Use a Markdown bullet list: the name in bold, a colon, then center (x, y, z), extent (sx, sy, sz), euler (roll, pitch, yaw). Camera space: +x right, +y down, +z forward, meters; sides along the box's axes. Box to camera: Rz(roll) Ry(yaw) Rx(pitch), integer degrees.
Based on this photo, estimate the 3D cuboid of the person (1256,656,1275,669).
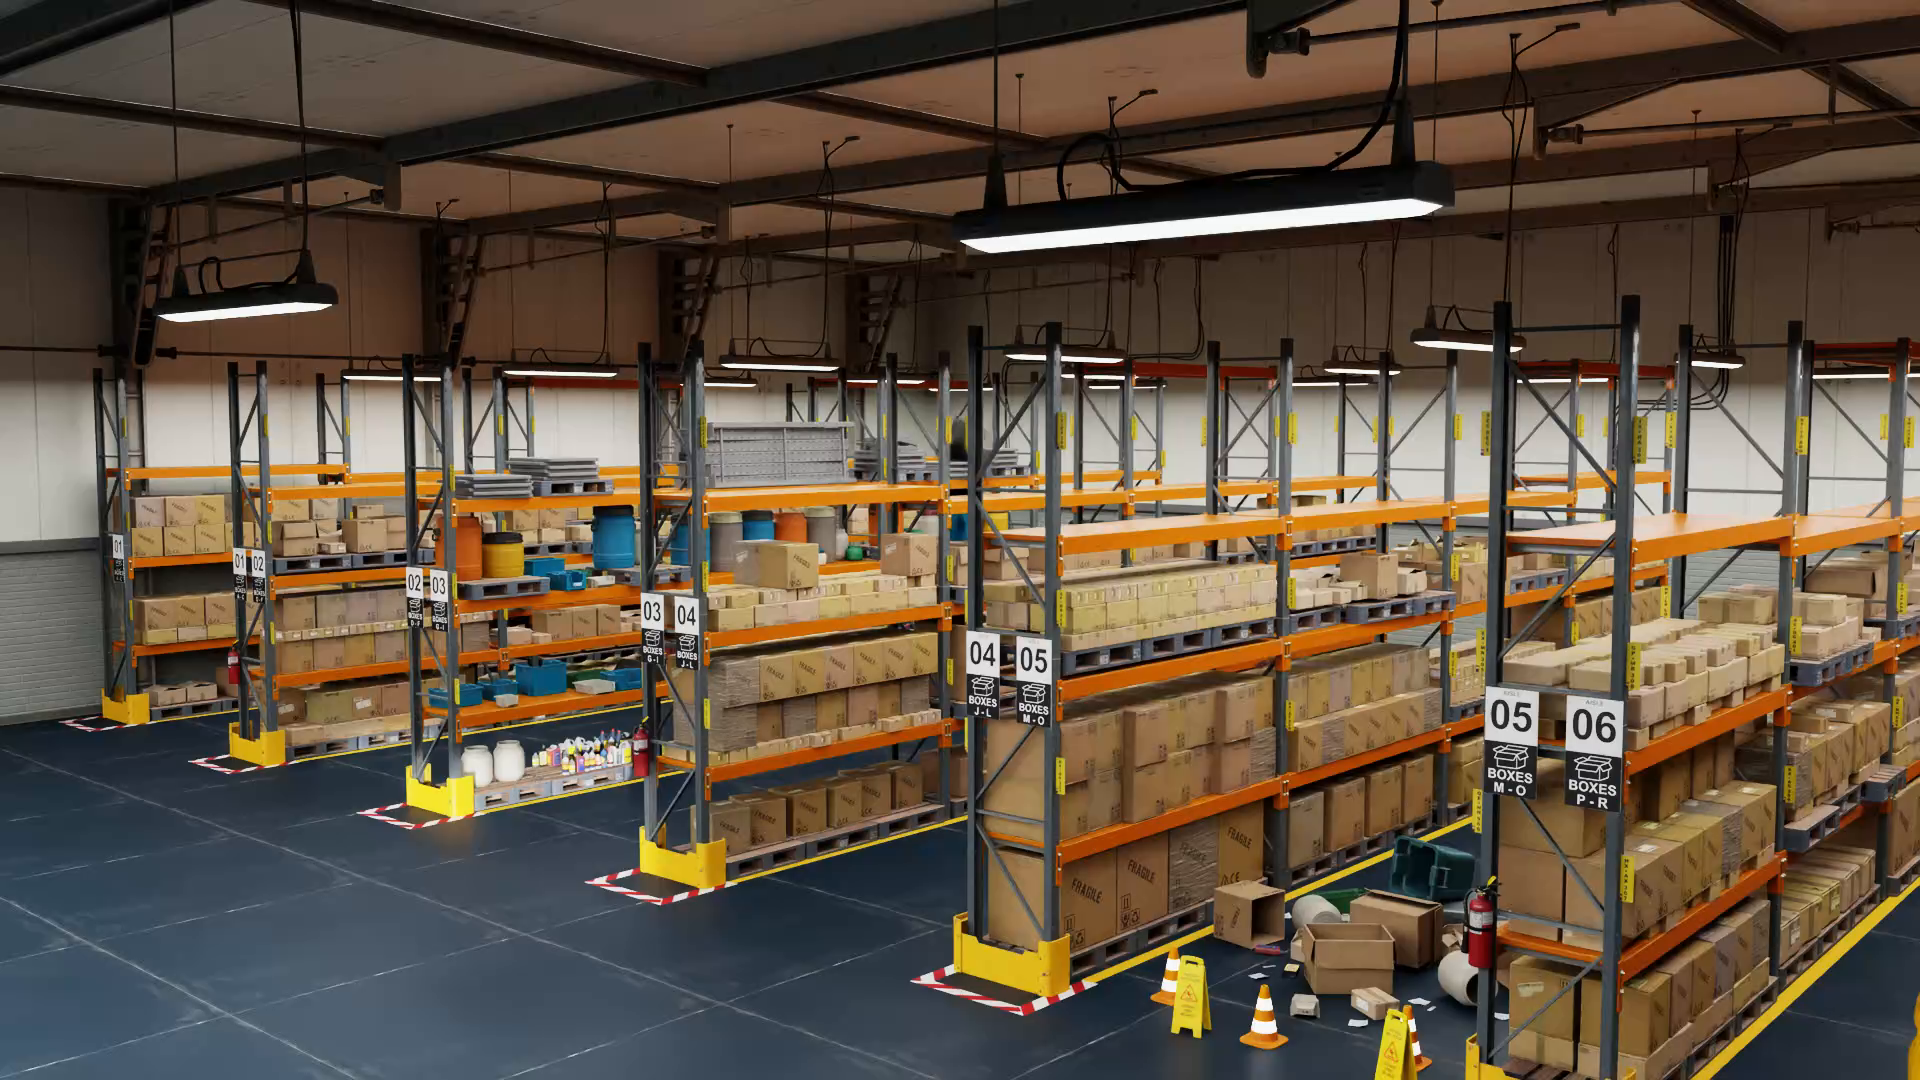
- **person**: center (4.721, 2.464, 24.974), extent (0.649, 1.837, 0.952), euler (4, 6, 42)
